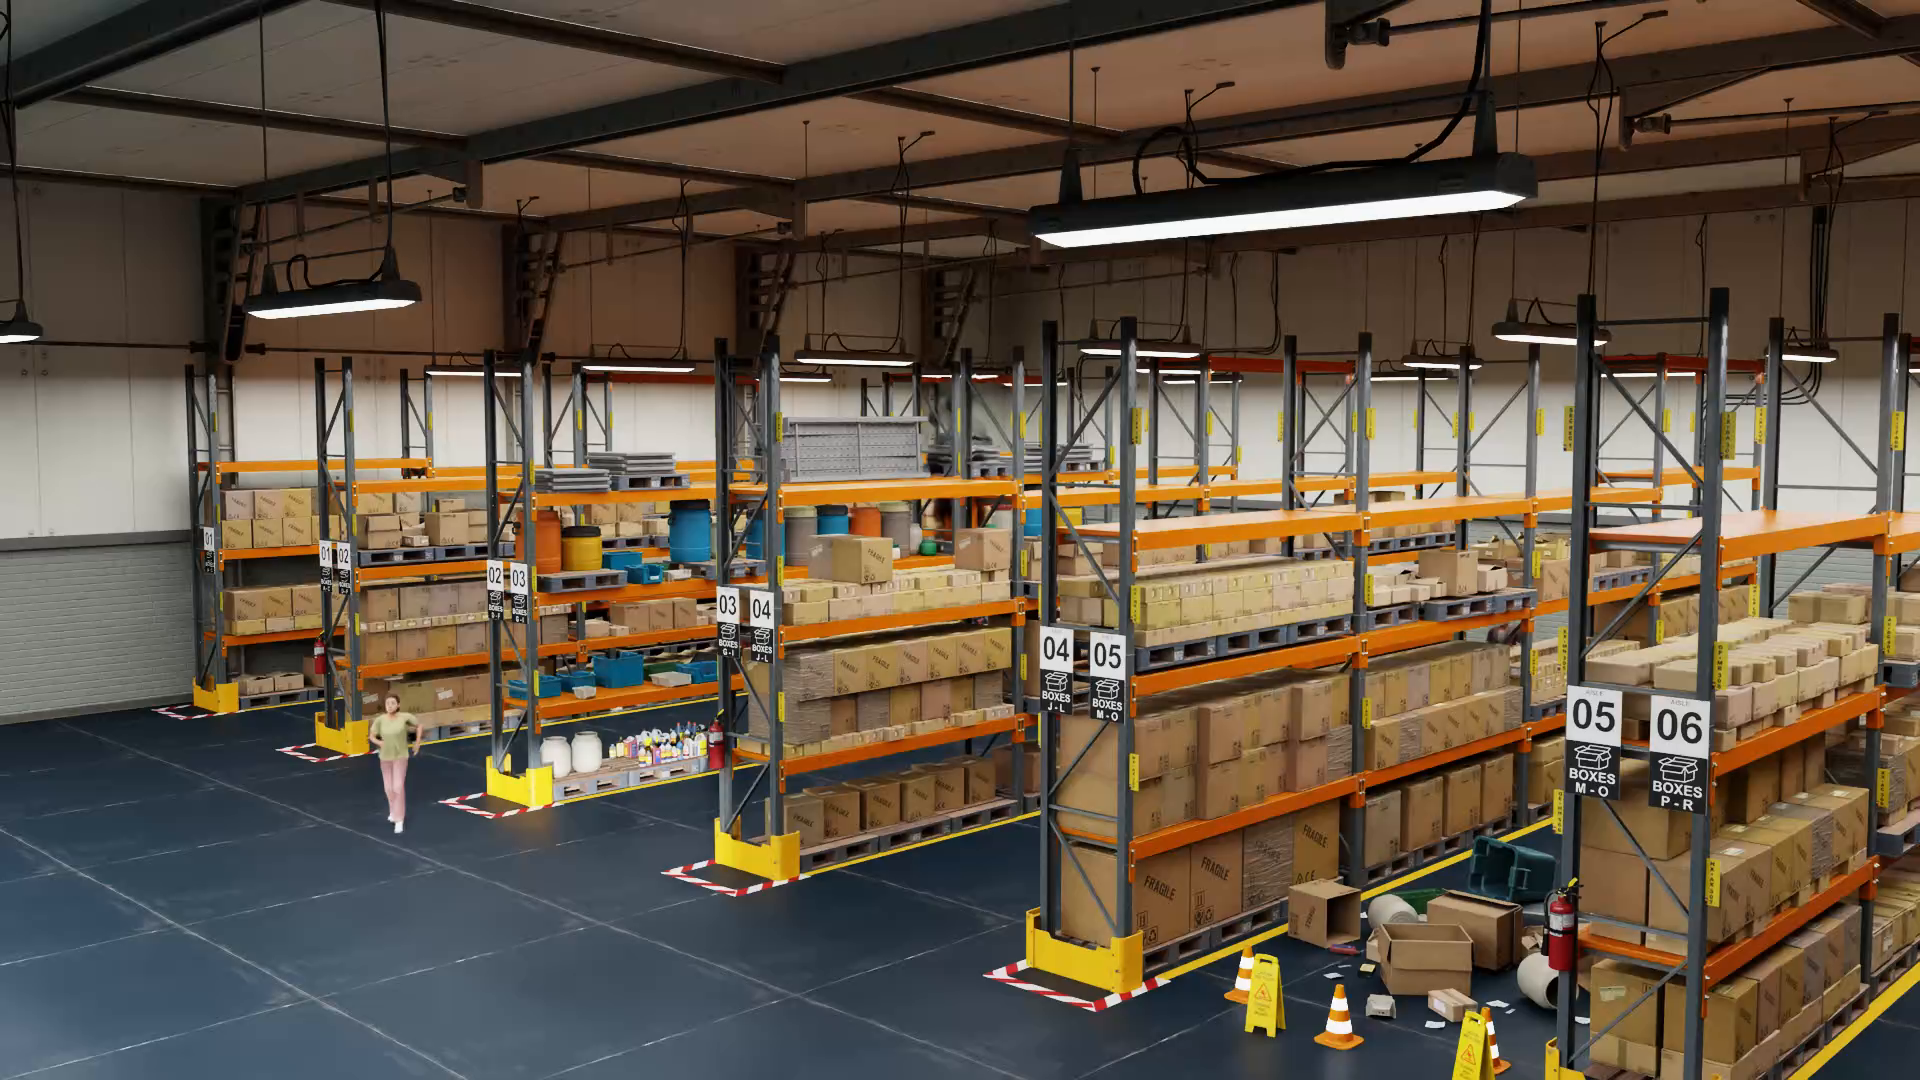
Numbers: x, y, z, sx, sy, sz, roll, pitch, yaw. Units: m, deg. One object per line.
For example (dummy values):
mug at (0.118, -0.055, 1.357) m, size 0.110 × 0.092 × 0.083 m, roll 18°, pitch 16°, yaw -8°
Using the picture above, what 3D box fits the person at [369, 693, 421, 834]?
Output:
person at (-7.026, 2.757, 20.690) m, size 0.589 × 1.736 × 0.732 m, roll 0°, pitch 4°, yaw -6°

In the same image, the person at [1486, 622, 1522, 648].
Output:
person at (9.279, 2.118, 28.302) m, size 0.719 × 1.787 × 0.956 m, roll 3°, pitch 5°, yaw 31°
